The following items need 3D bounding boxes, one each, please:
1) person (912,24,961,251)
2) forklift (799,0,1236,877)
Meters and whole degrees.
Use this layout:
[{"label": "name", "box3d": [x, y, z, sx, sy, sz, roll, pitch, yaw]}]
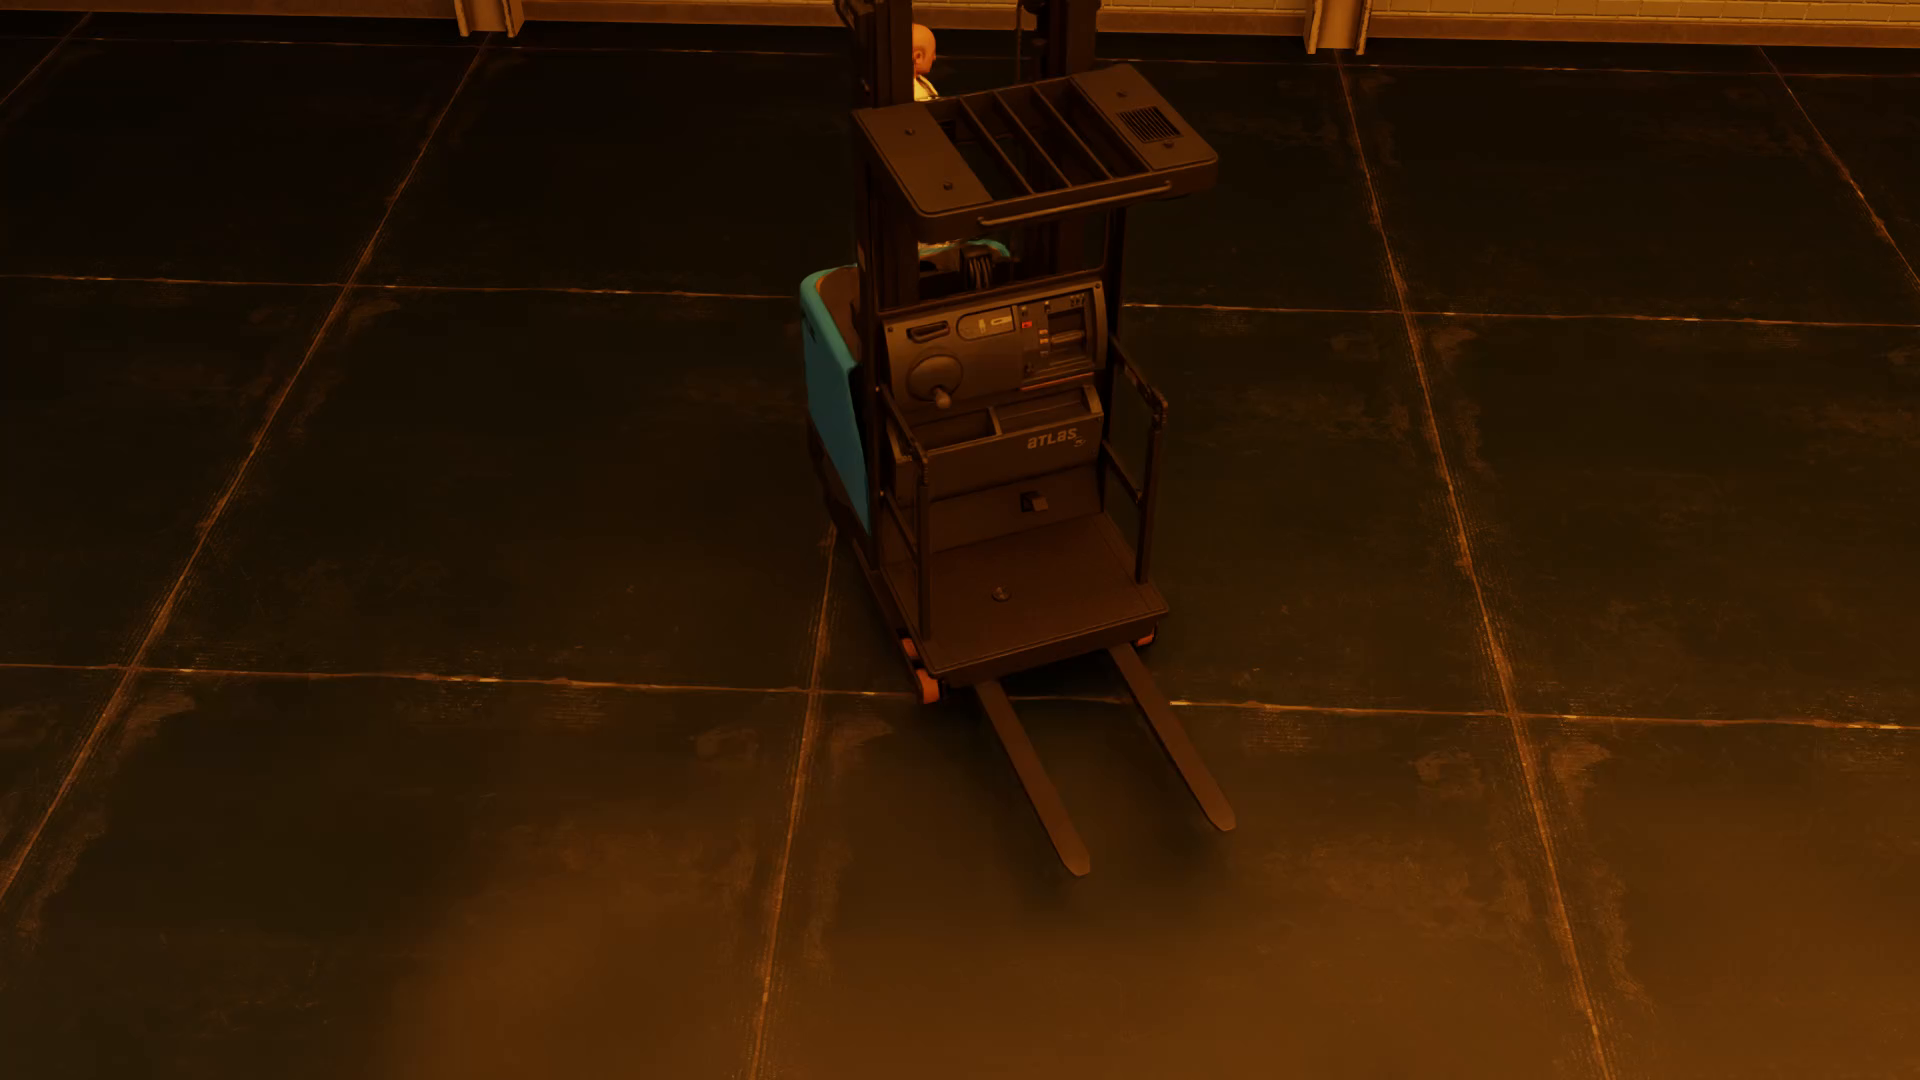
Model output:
[{"label": "person", "box3d": [-0.221, -1.842, 8.643, 0.572, 1.658, 0.942, 1, 42, 1]}, {"label": "forklift", "box3d": [0.225, -0.696, 6.504, 1.130, 2.935, 3.031, -14, 44, -15]}]
